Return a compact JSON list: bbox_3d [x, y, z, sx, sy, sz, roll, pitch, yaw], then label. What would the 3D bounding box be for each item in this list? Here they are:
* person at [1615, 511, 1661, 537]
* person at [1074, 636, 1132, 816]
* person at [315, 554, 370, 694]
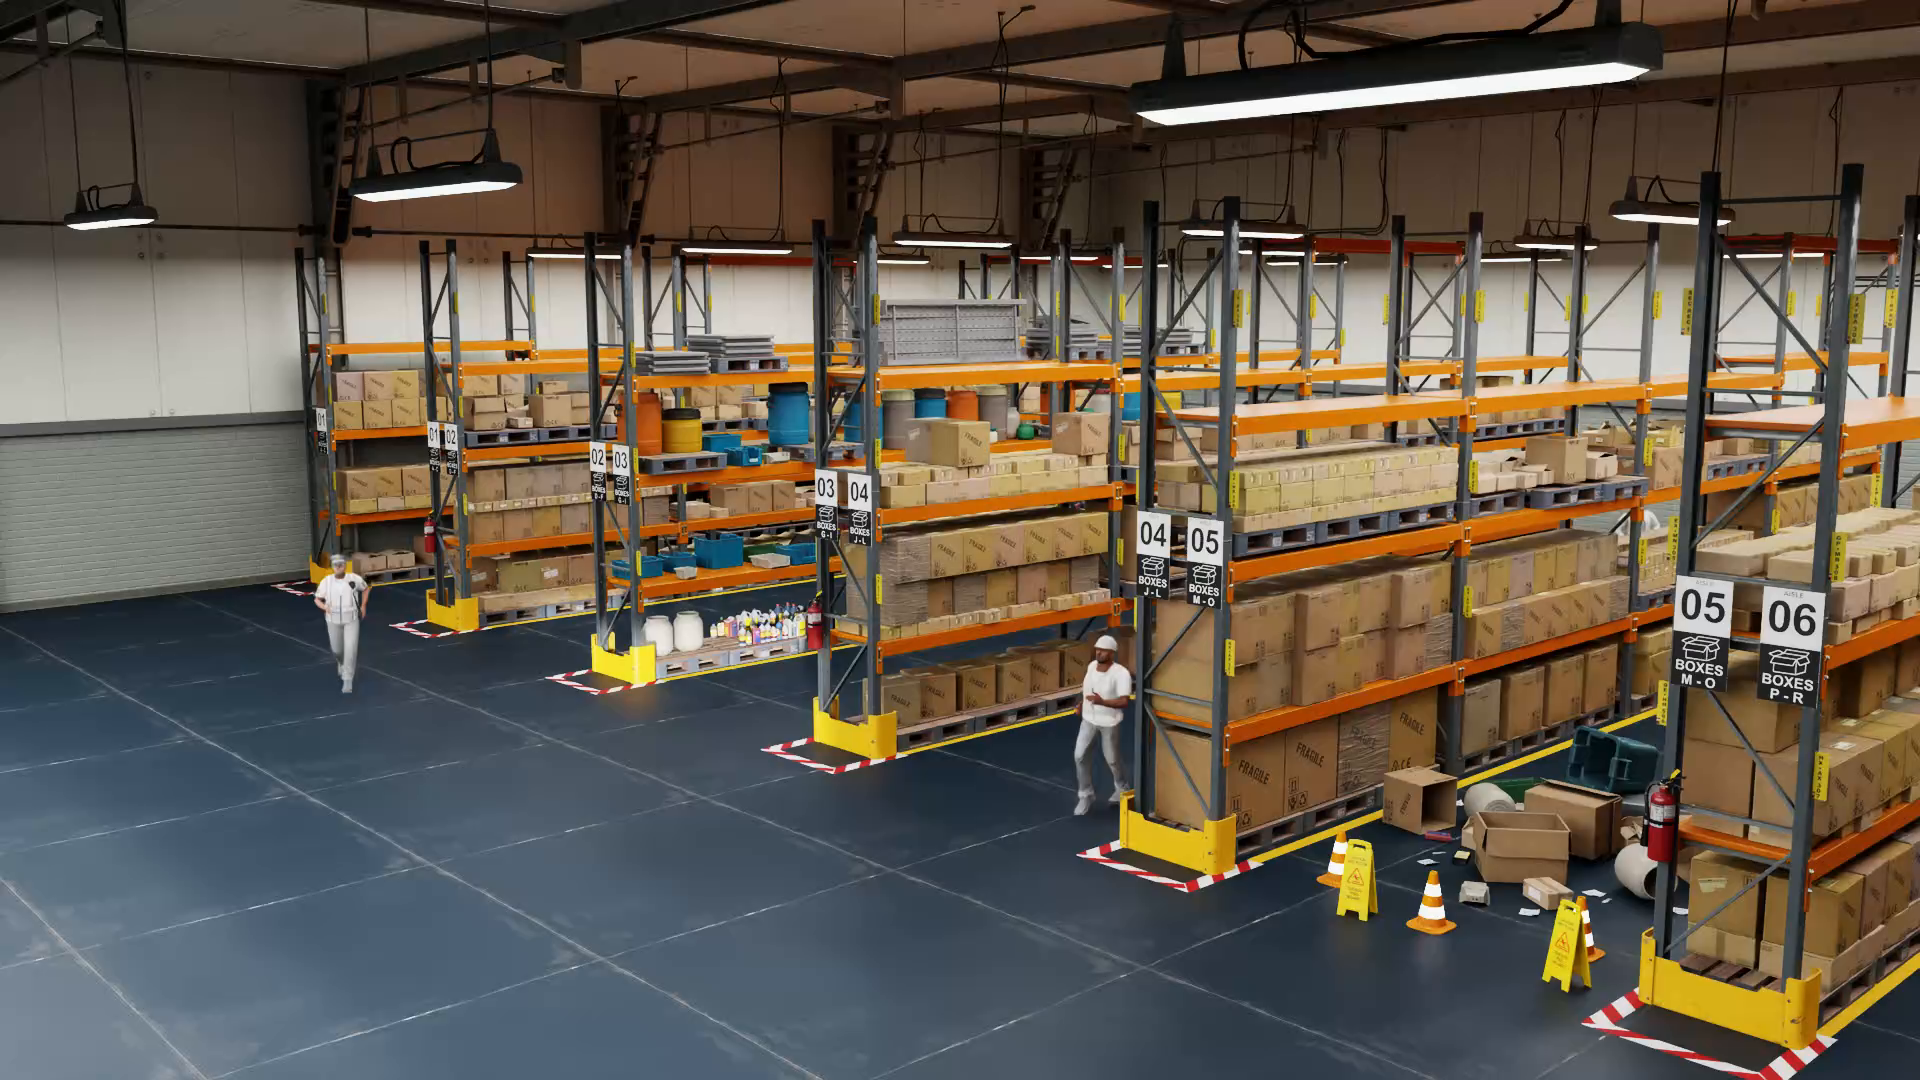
[{"bbox_3d":[11.728,0.129,28.675,0.766,1.716,0.555,0,8,2],"label":"person"},{"bbox_3d":[1.427,1.857,16.716,0.684,1.821,0.754,7,11,38],"label":"person"},{"bbox_3d":[-8.186,1.068,22.062,0.673,1.797,0.970,-2,9,-14],"label":"person"}]
